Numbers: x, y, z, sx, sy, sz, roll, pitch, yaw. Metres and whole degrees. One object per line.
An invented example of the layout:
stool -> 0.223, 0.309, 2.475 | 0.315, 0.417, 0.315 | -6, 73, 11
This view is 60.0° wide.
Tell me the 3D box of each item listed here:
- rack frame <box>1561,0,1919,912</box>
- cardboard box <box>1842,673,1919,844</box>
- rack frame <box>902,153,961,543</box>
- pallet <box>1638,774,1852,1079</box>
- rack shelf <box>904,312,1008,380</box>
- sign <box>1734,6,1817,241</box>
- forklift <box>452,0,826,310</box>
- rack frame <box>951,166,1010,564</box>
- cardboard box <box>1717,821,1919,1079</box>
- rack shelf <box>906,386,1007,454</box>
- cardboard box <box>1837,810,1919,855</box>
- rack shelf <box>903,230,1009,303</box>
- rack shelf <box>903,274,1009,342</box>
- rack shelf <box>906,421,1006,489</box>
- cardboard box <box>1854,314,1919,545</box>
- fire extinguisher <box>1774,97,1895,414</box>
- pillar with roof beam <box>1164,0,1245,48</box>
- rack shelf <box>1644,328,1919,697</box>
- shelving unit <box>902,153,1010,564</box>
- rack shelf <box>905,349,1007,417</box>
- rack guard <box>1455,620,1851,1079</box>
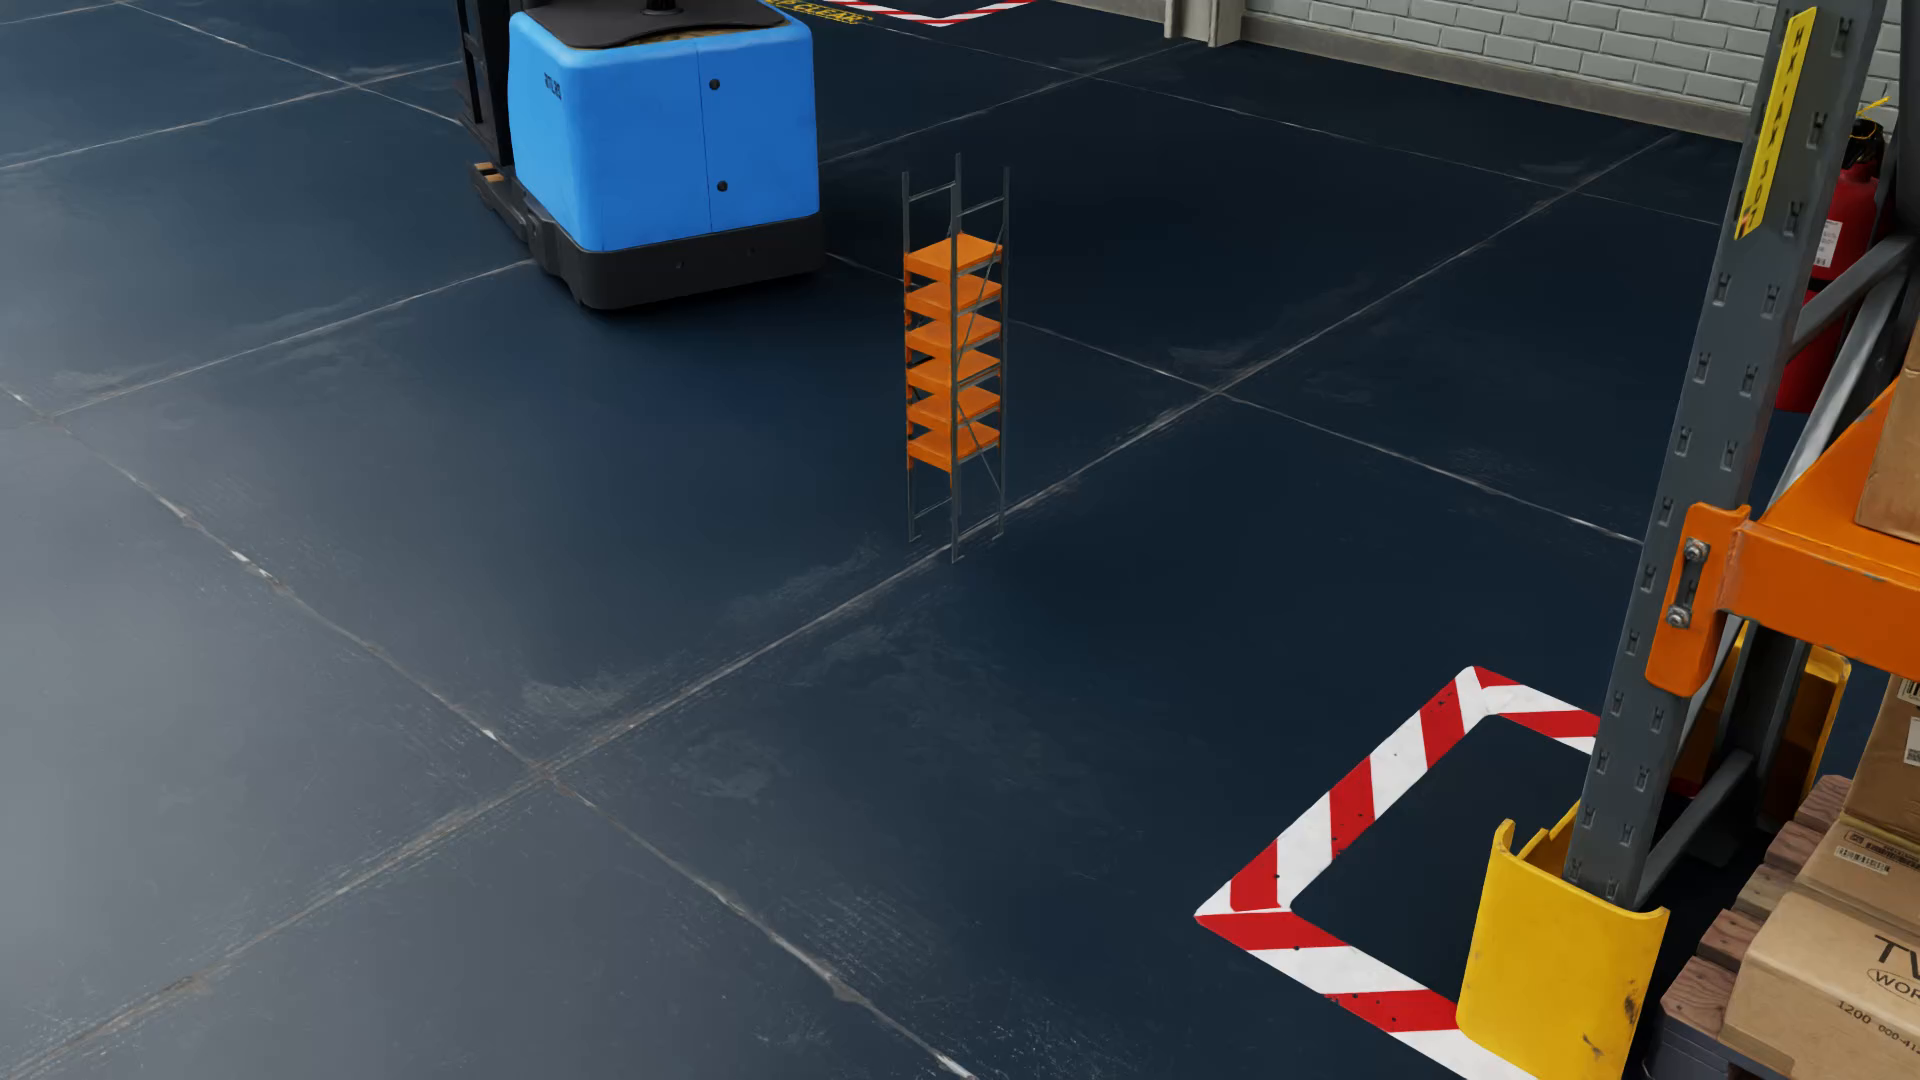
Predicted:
rack frame -> 1.567, -0.410, 3.023 | 0.127, 3.000, 1.000 | 25, 39, 35
cardboard box -> 2.165, 0.338, 3.311 | 0.500, 0.500, 0.500 | 25, 39, 35
rack frame -> -0.079, -0.551, 5.001 | 0.006, 1.200, 0.240 | 25, 39, 35
pallet -> 2.163, 1.033, 3.329 | 1.213, 0.211, 1.003 | 25, 39, 35
rack shelf -> -0.011, -0.584, 4.910 | 0.180, 0.103, 0.258 | 25, 39, 35
sign -> 1.191, -0.605, 2.430 | 0.005, 0.325, 0.100 | 25, 39, 35
forklift -> -1.704, -2.909, 7.241 | 1.130, 2.935, 3.031 | -15, 34, -24
rack frame -> 0.057, -0.487, 4.896 | 0.006, 1.200, 0.240 | 25, 39, 35
cardboard box -> 1.816, 0.859, 3.174 | 0.500, 0.250, 0.500 | 25, 39, 35
rack shelf -> -0.011, -0.378, 5.034 | 0.180, 0.103, 0.258 | 25, 39, 35
cardboard box -> 2.163, 0.661, 3.503 | 0.500, 0.250, 0.500 | 25, 39, 35
rack shelf -> -0.011, -0.789, 4.786 | 0.180, 0.103, 0.258 | 25, 39, 35
rack shelf -> -0.011, -0.687, 4.848 | 0.180, 0.103, 0.258 | 25, 39, 35
rack shelf -> -0.011, -0.275, 5.096 | 0.180, 0.103, 0.258 | 25, 39, 35
cardboard box -> 1.905, -0.287, 2.721 | 0.500, 0.500, 0.700 | 25, 39, 35
fire extinguisher -> 1.792, -0.596, 3.406 | 0.183, 0.674, 0.296 | 25, 39, 35
pillar with roof beam -> -1.349, -5.395, 5.486 | 0.400, 9.000, 9.100 | 25, 39, 35
rack shelf -> 3.050, 0.590, 2.059 | 4.000, 0.370, 1.077 | 25, 39, 35
shelving unit -> -0.011, -0.519, 4.949 | 0.189, 1.200, 0.258 | 25, 39, 35
rack shelf -> -0.011, -0.481, 4.972 | 0.180, 0.103, 0.258 | 25, 39, 35
rack guard -> 1.550, 0.652, 3.682 | 0.348, 0.500, 1.175 | 25, 39, 35
